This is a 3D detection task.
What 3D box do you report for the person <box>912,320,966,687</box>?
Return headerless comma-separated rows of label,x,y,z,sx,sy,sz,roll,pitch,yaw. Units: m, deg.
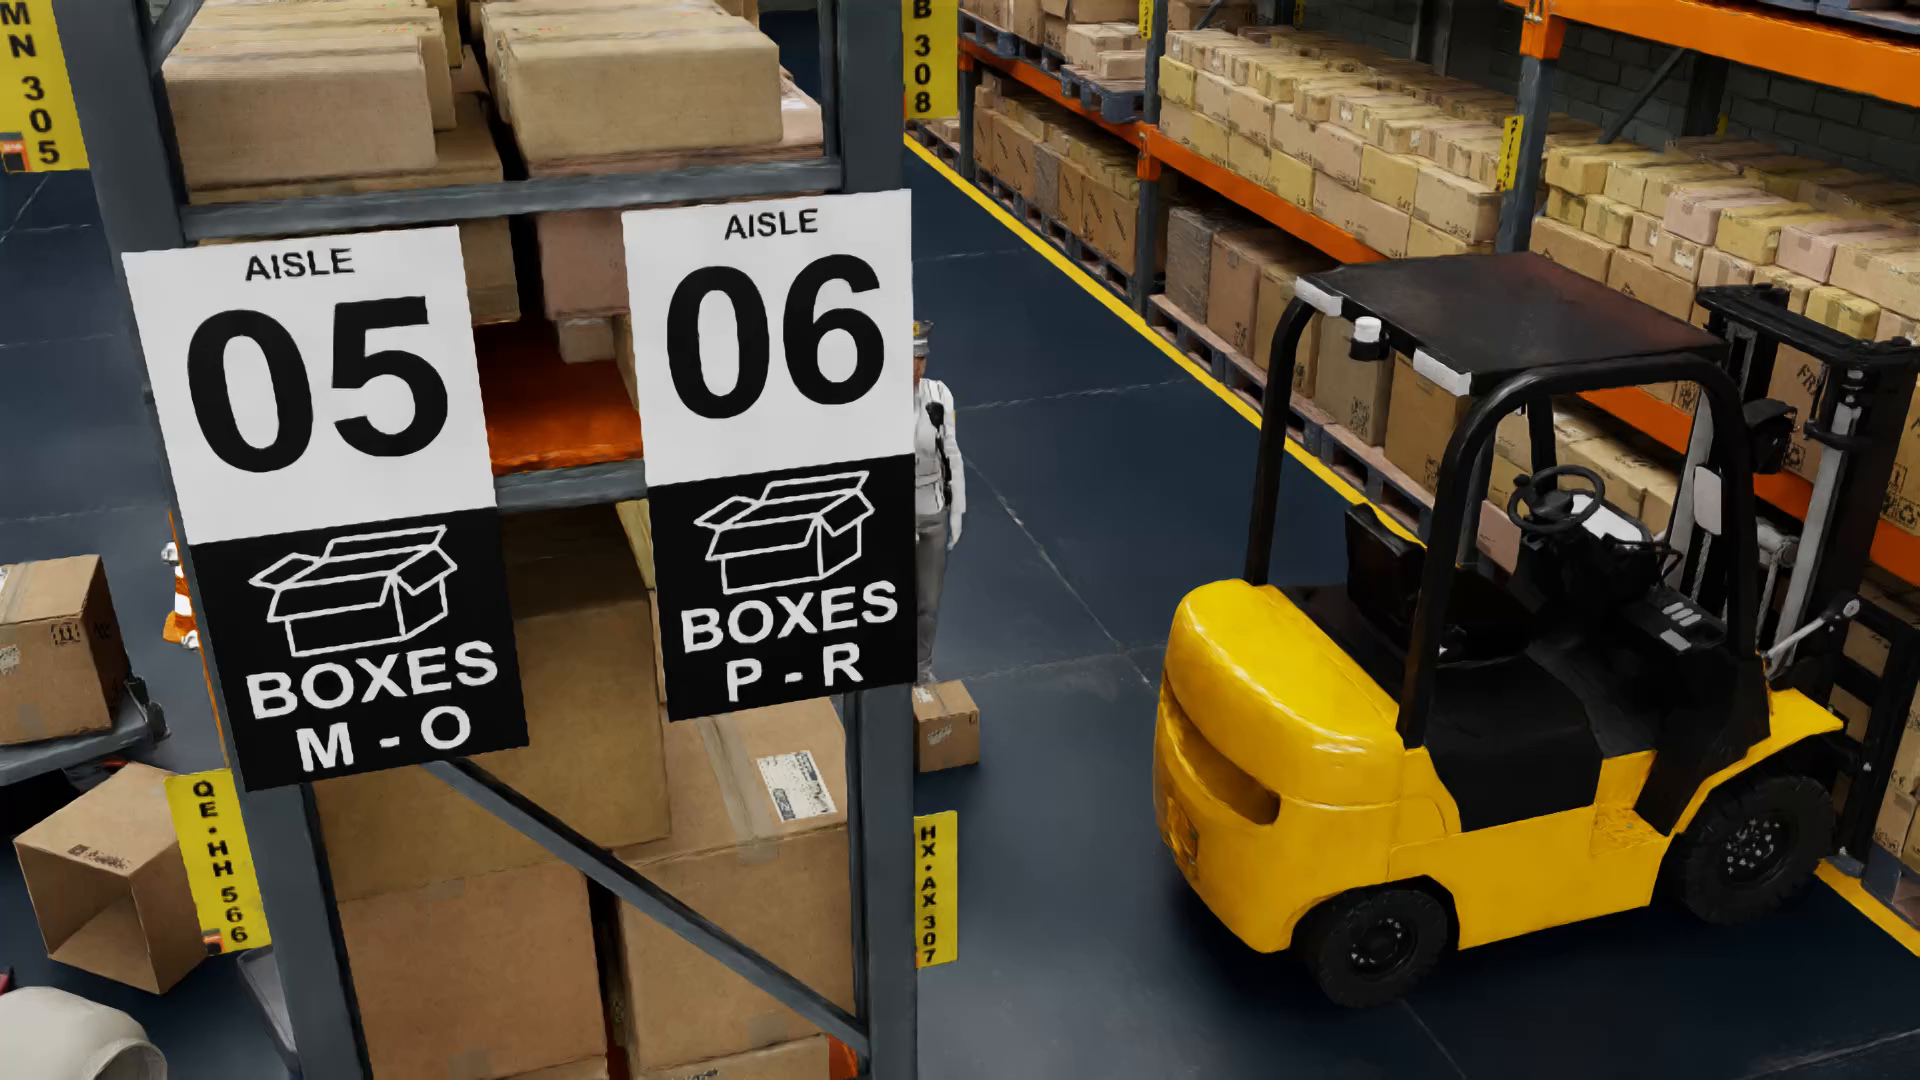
person,-0.210,-0.098,6.780,0.494,1.691,0.385,-8,28,-15
